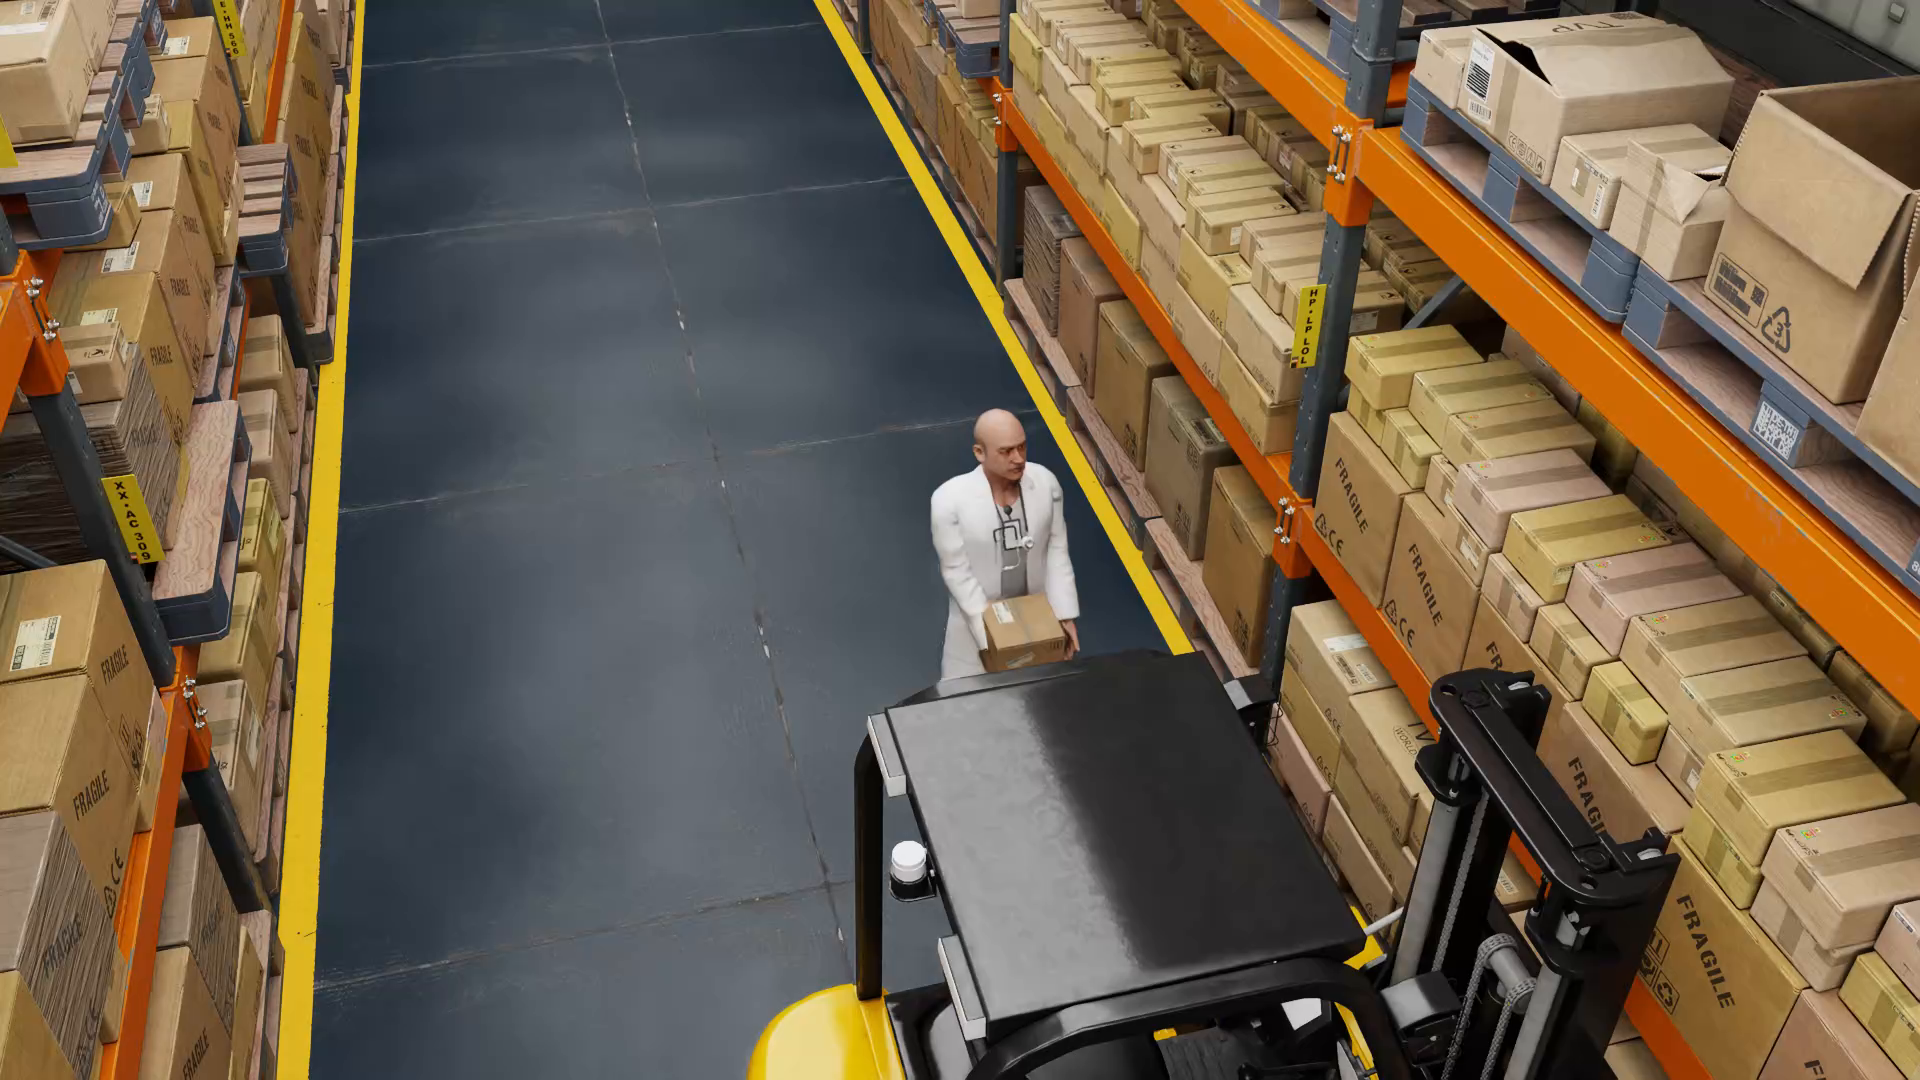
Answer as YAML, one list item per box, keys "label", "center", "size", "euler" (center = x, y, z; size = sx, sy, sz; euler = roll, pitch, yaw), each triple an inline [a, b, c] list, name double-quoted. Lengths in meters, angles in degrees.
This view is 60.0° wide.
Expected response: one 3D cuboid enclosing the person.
- label: "person"
  center: [0.195, 0.358, 6.261]
  size: [0.543, 1.779, 0.550]
  euler: [-17, 41, -21]
